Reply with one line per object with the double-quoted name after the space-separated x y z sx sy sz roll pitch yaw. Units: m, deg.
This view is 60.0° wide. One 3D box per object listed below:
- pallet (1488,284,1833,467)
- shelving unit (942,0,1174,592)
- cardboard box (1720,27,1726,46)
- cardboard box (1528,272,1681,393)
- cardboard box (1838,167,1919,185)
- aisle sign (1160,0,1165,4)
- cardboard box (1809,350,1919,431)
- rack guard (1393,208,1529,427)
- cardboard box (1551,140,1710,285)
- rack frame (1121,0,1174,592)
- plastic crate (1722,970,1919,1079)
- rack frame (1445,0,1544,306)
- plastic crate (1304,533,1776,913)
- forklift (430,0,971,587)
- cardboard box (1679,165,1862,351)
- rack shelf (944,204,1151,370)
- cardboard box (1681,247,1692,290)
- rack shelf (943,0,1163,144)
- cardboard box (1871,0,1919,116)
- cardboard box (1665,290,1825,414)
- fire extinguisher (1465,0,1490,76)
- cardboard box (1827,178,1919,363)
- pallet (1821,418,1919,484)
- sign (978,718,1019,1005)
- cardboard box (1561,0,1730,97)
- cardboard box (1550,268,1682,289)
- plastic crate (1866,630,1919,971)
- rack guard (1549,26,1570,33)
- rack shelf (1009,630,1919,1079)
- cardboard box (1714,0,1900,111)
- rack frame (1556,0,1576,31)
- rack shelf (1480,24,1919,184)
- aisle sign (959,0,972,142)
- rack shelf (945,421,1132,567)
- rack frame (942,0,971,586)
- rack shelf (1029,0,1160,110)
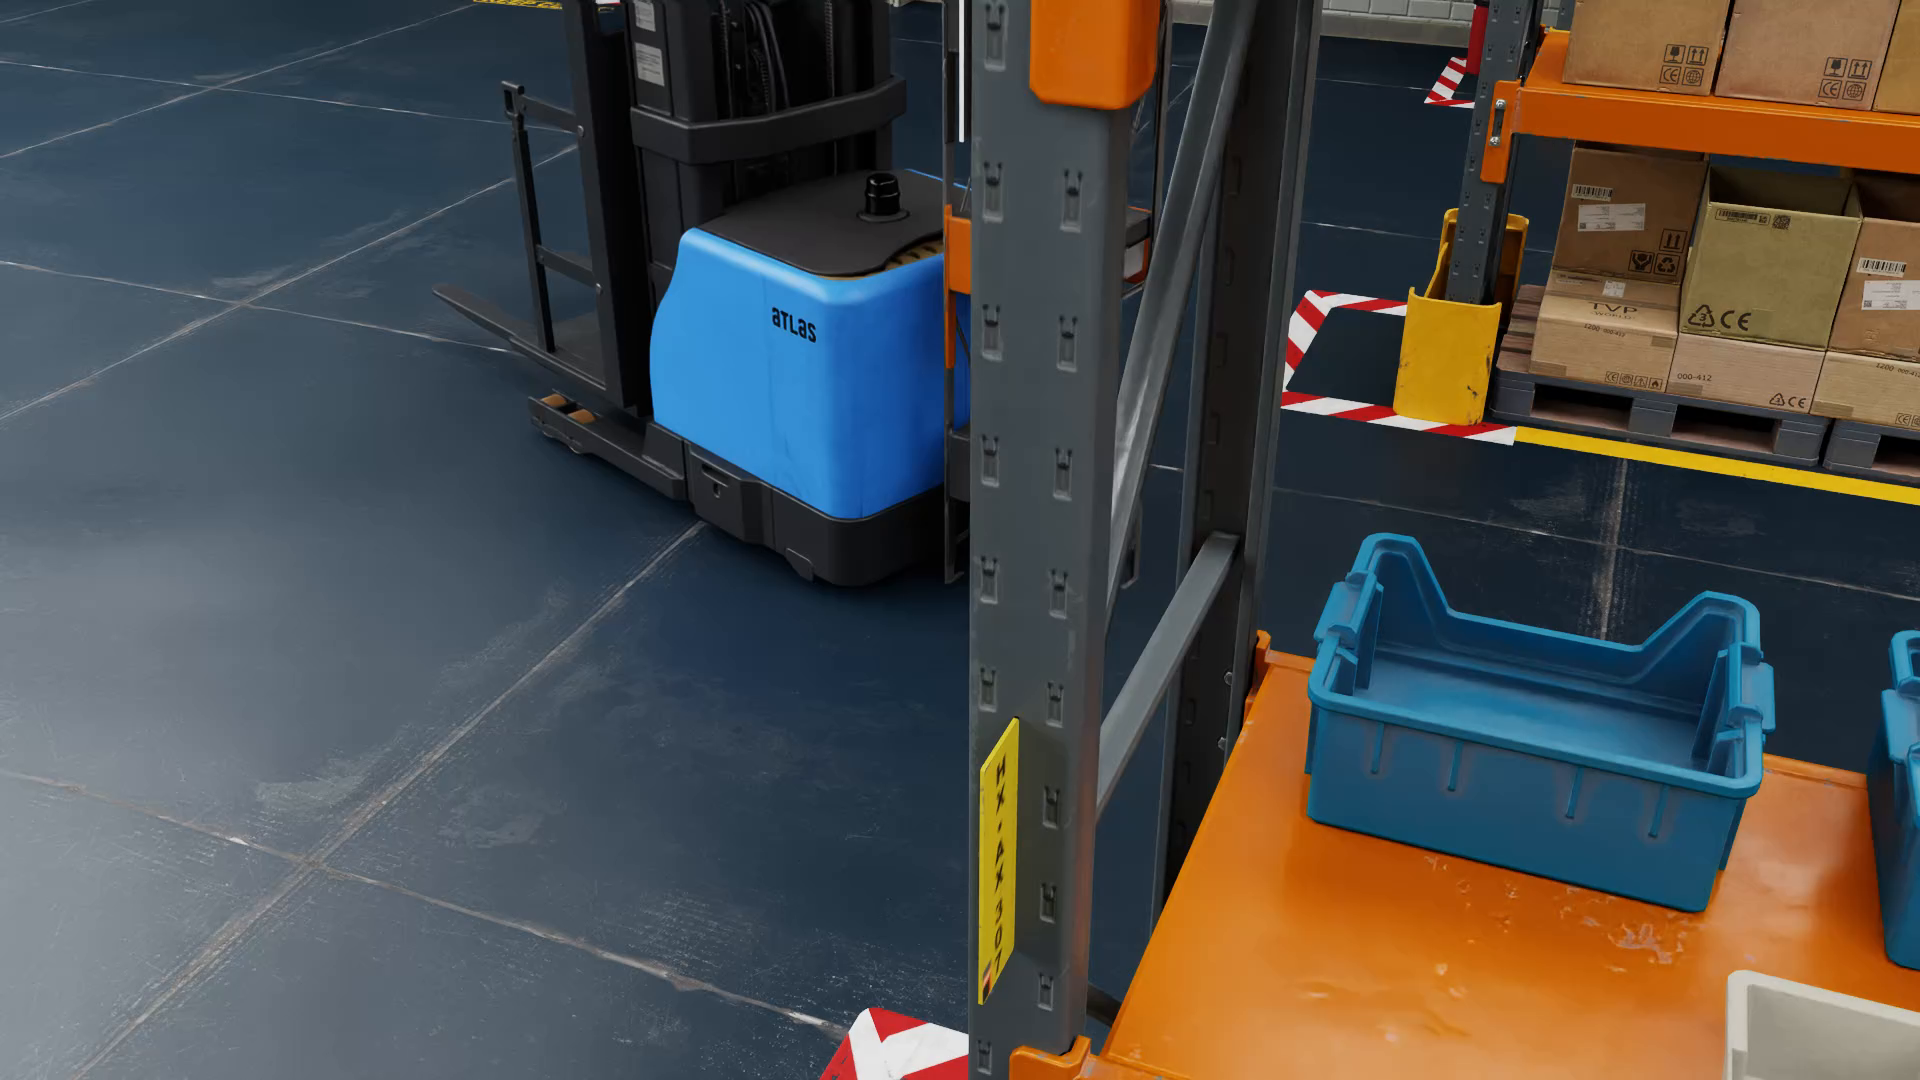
2.842 -0.700 6.774 1.213 0.211 1.003 11 31 19 "pallet"
0.271 -0.773 4.984 0.503 2.100 0.431 20 35 31 "shelving unit"
4.584 -3.147 10.556 0.500 0.311 0.500 8 30 13 "cardboard box"
2.531 -0.821 6.522 0.500 0.250 0.500 11 31 19 "cardboard box"
3.659 -1.207 6.442 0.500 0.500 0.500 11 31 19 "cardboard box"
0.297 -1.059 1.933 0.004 0.787 0.394 11 31 19 "aisle sign"
3.459 -0.638 6.197 0.500 0.250 0.500 11 31 19 "cardboard box"
2.096 -0.952 6.927 0.348 0.500 1.175 11 31 19 "rack guard"
2.727 -1.385 6.757 0.500 0.500 0.500 11 31 19 "cardboard box"
0.468 -0.702 4.859 0.015 2.100 0.400 20 35 31 "rack frame"
0.960 0.649 1.822 0.250 0.136 0.298 11 31 19 "plastic crate"
2.118 -2.036 6.304 0.127 3.000 1.000 11 31 19 "rack frame"
0.828 0.243 2.423 0.616 0.251 0.499 11 31 19 "plastic crate"
-1.021 -1.758 5.881 1.130 2.935 3.031 -25 38 -37 "forklift"
2.995 -1.056 6.176 0.500 0.500 0.500 11 31 19 "cardboard box"
0.271 -0.761 4.991 0.480 0.518 0.431 20 35 31 "rack shelf"
3.194 -0.970 6.786 0.500 0.250 0.500 11 31 19 "cardboard box"
0.271 -1.371 4.646 0.480 0.518 0.431 20 35 31 "rack shelf"
3.492 -1.798 5.781 0.500 0.500 0.700 12 31 19 "cardboard box"
2.996 -0.730 6.362 0.500 0.250 0.500 11 31 19 "cardboard box"
2.183 -2.236 6.736 0.183 0.674 0.296 11 31 19 "fire extinguisher"
3.463 -0.969 6.022 0.500 0.500 0.500 11 31 19 "cardboard box"
3.969 -0.473 6.373 1.213 0.211 1.003 11 31 19 "pallet"
0.041 0.351 1.799 0.005 0.325 0.100 11 31 19 "sign"
2.546 -1.987 6.116 0.500 0.500 0.700 11 31 19 "cardboard box"
2.726 -1.057 6.940 0.500 0.250 0.500 11 31 19 "cardboard box"
1.428 0.365 2.206 0.408 0.251 0.499 11 31 19 "plastic crate"
4.047 -3.193 10.891 0.348 0.500 1.175 11 31 19 "rack guard"
2.105 0.905 1.832 4.000 0.370 1.077 11 31 19 "rack shelf"
3.034 -1.892 5.948 0.500 0.500 0.700 12 32 20 "cardboard box"
3.977 -4.295 10.301 0.127 3.000 1.000 11 31 19 "rack frame"
3.971 -1.353 5.826 4.000 0.370 1.077 11 31 19 "rack shelf"
0.075 -0.790 1.457 0.004 0.787 0.394 11 31 19 "aisle sign"
0.271 -0.152 5.335 0.480 0.518 0.431 20 35 31 "rack shelf"
0.074 -0.844 5.109 0.015 2.100 0.400 20 35 31 "rack frame"
2.105 -0.401 1.094 4.000 0.370 1.077 11 31 19 "rack shelf"
